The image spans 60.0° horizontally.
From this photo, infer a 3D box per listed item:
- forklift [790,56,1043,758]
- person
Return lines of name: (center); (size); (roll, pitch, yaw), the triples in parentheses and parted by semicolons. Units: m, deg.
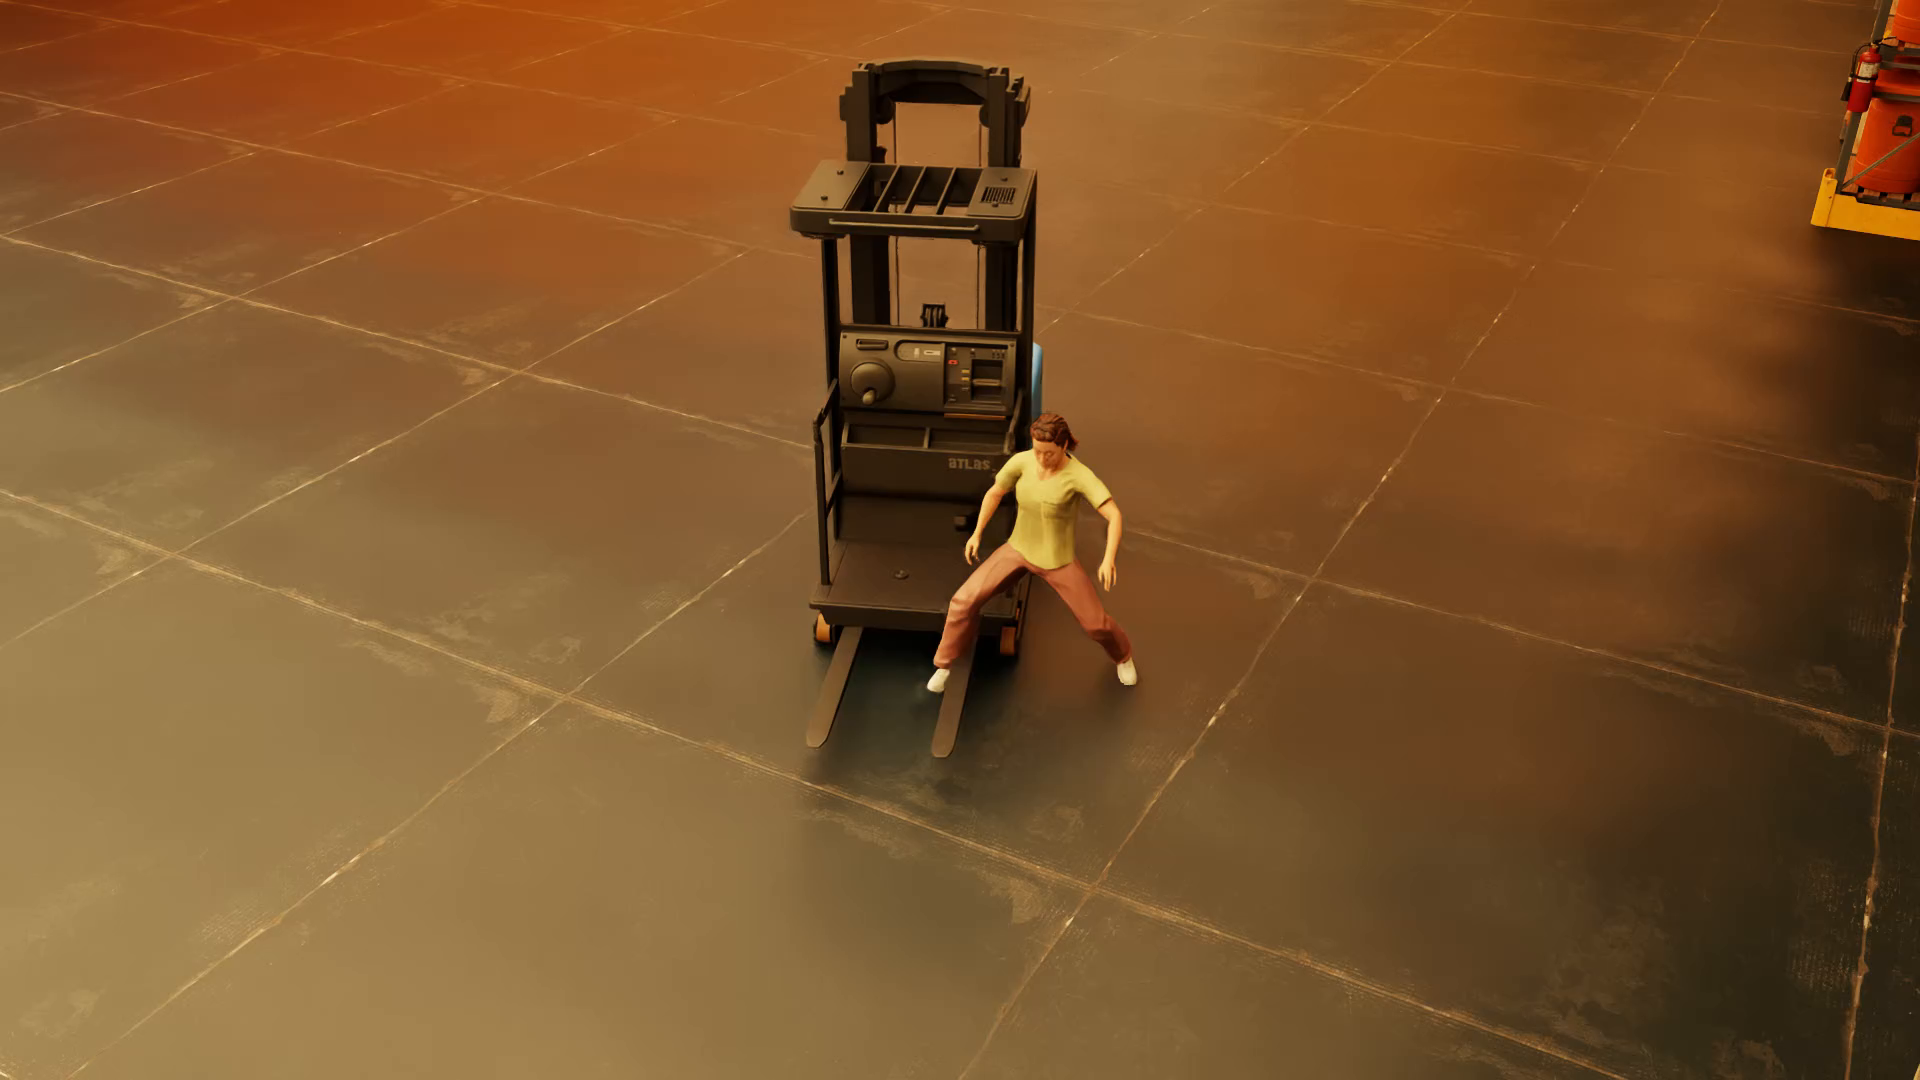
forklift: (-0.196, -0.829, 8.506); (1.130, 2.935, 3.031); (4, 30, 6)
person: (0.408, 0.097, 8.290); (0.933, 1.555, 0.897); (14, 33, 23)
